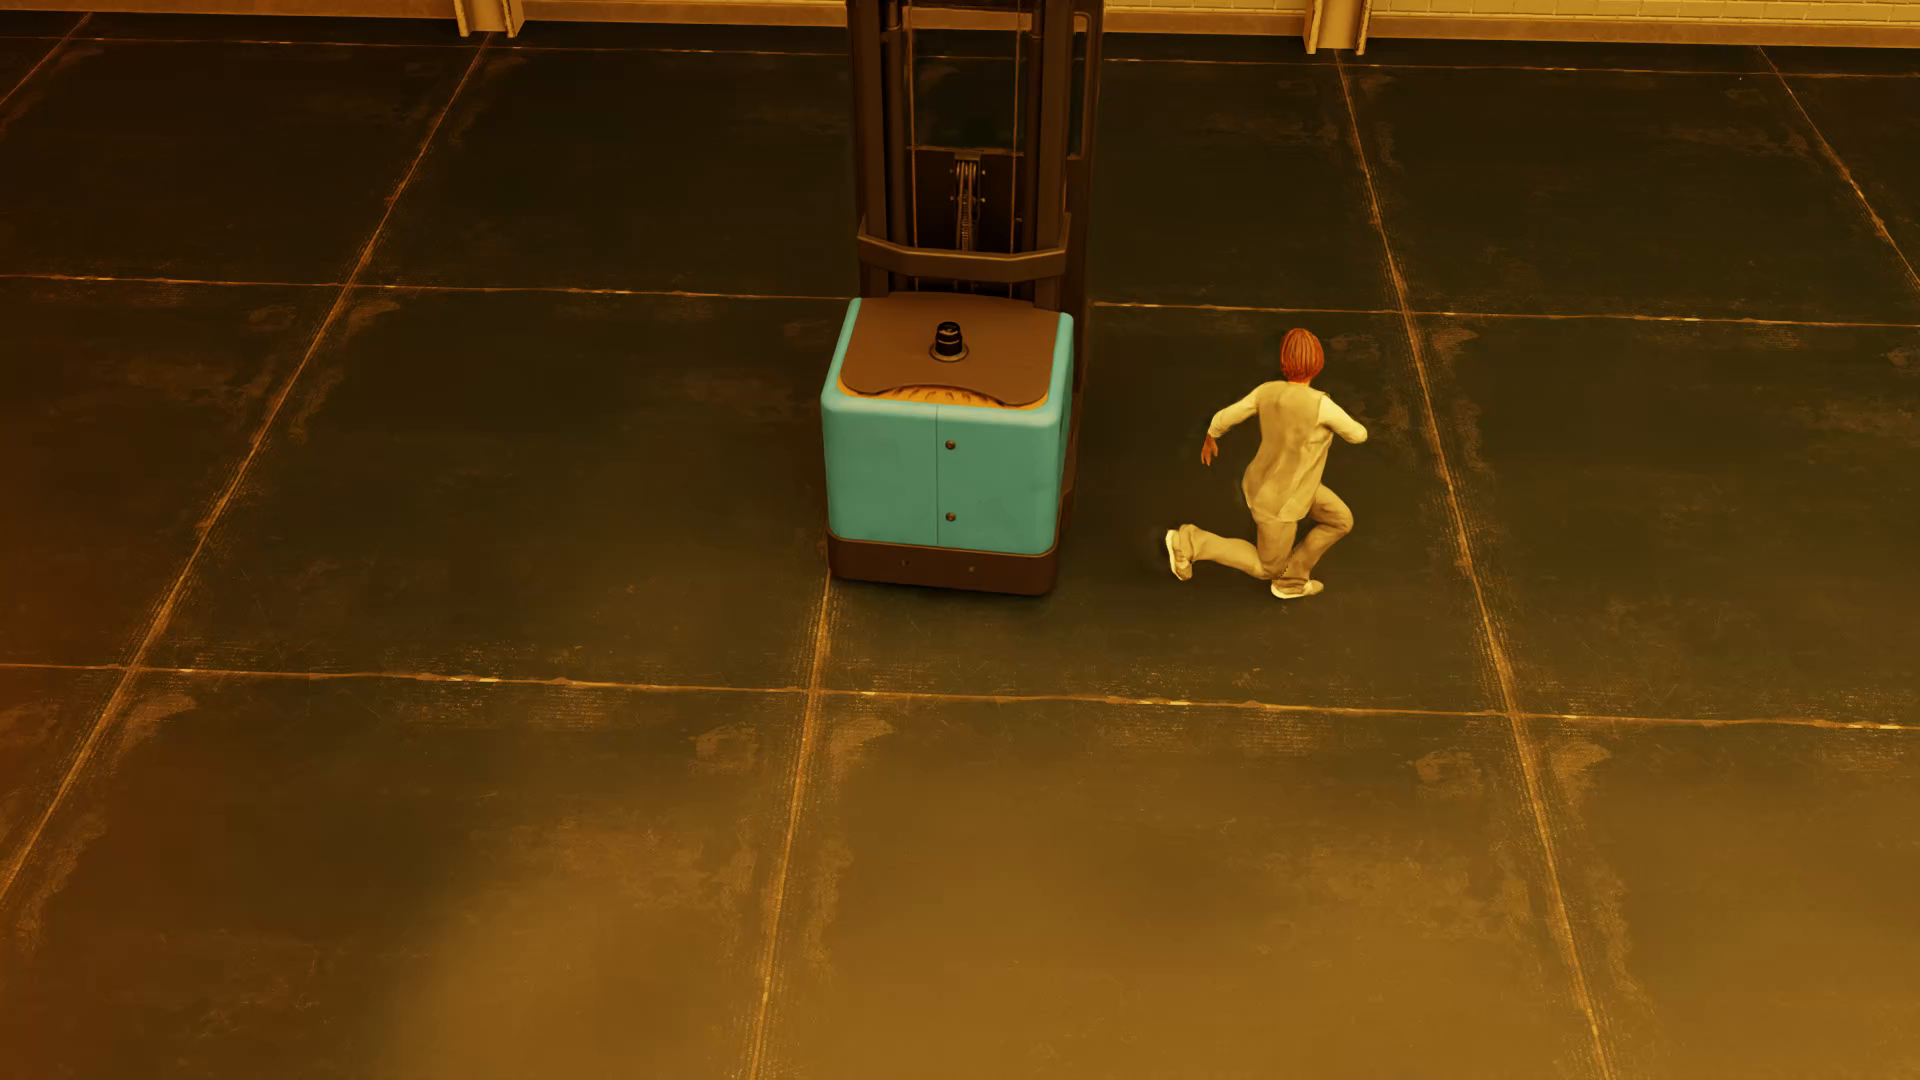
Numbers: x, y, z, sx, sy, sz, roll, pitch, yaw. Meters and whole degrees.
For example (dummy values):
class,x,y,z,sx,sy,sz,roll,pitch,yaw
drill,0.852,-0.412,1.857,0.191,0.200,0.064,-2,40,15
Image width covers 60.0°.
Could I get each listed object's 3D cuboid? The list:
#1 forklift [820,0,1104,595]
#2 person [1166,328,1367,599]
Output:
class,x,y,z,sx,sy,sz,roll,pitch,yaw
forklift,0.095,-1.827,7.743,1.130,2.935,3.031,5,43,5
person,1.345,-0.295,7.268,0.822,1.368,0.547,-3,42,-4
